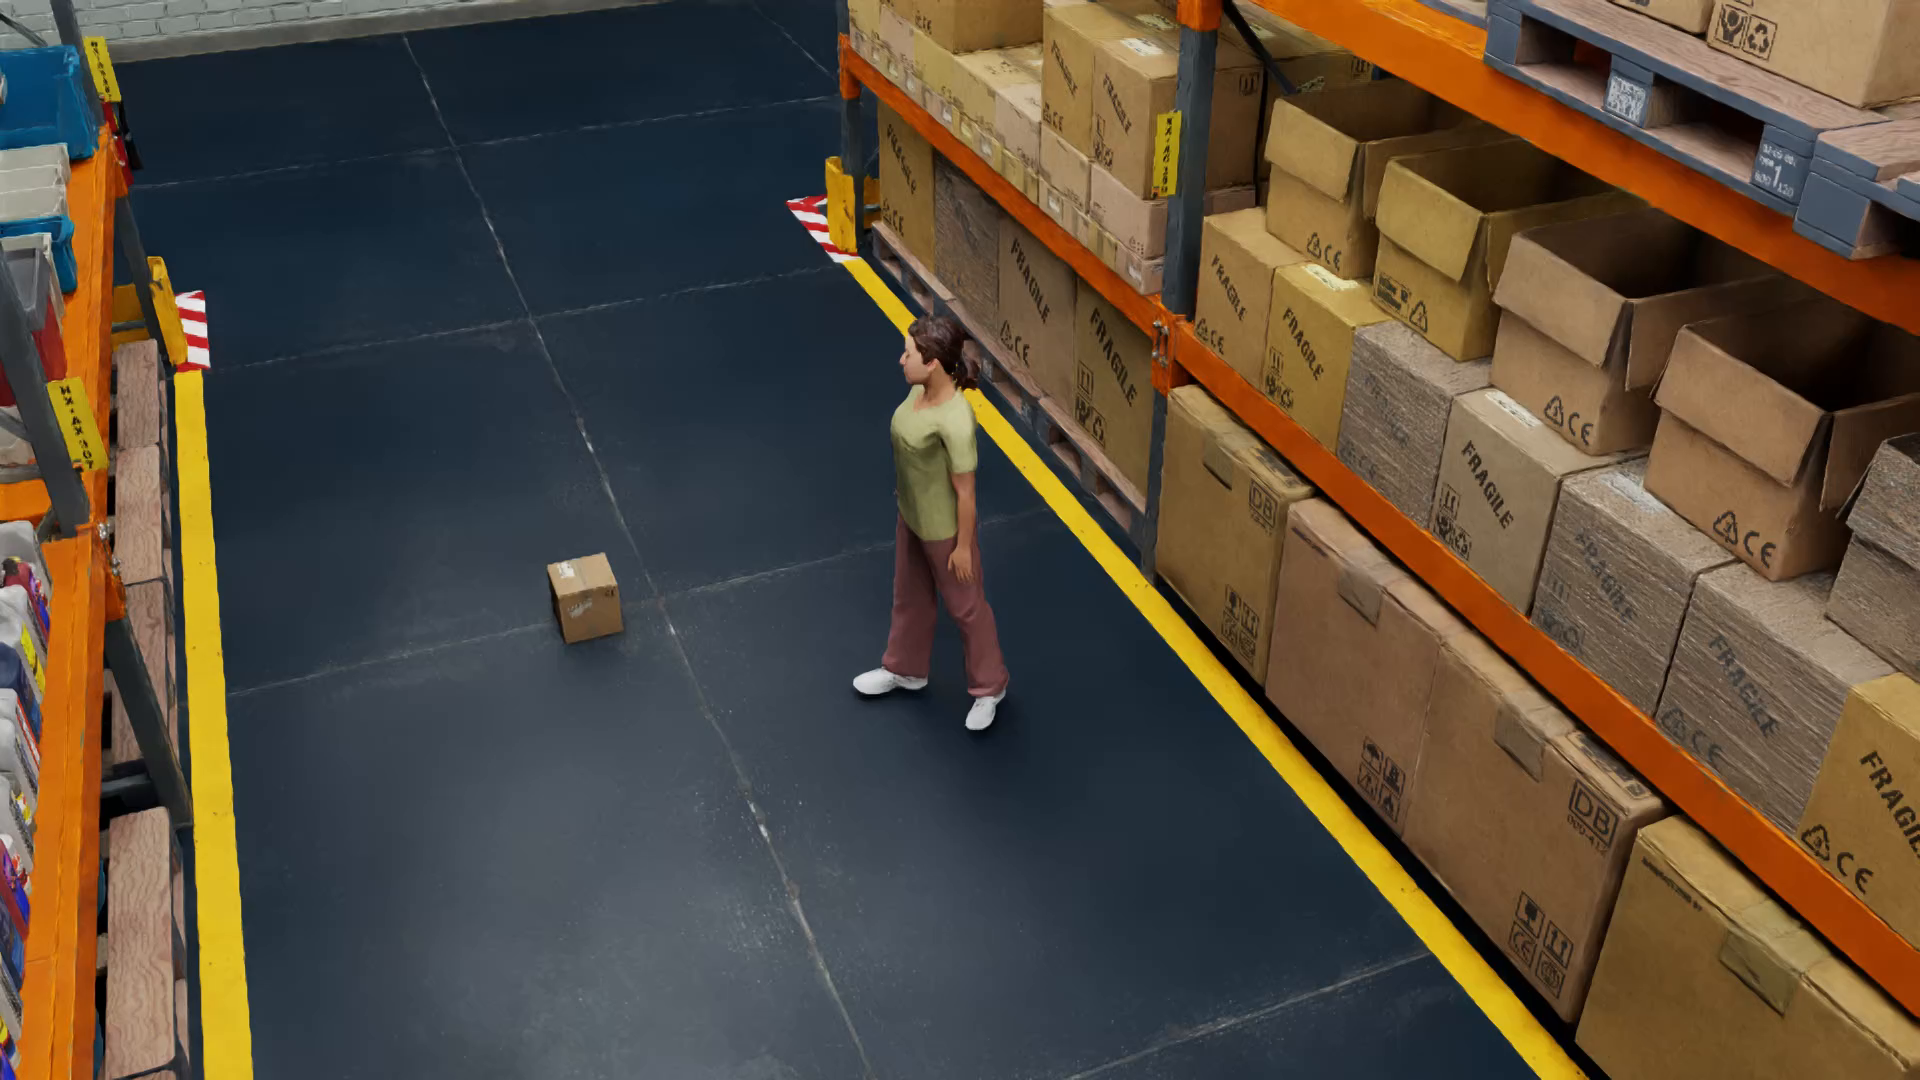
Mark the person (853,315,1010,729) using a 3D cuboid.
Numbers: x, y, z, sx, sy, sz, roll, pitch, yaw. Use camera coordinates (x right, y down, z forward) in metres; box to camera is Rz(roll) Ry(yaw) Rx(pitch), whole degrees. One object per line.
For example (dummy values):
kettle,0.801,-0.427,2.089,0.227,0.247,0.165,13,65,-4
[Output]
person,-0.117,-0.077,6.235,0.577,1.667,0.620,-13,36,-19
